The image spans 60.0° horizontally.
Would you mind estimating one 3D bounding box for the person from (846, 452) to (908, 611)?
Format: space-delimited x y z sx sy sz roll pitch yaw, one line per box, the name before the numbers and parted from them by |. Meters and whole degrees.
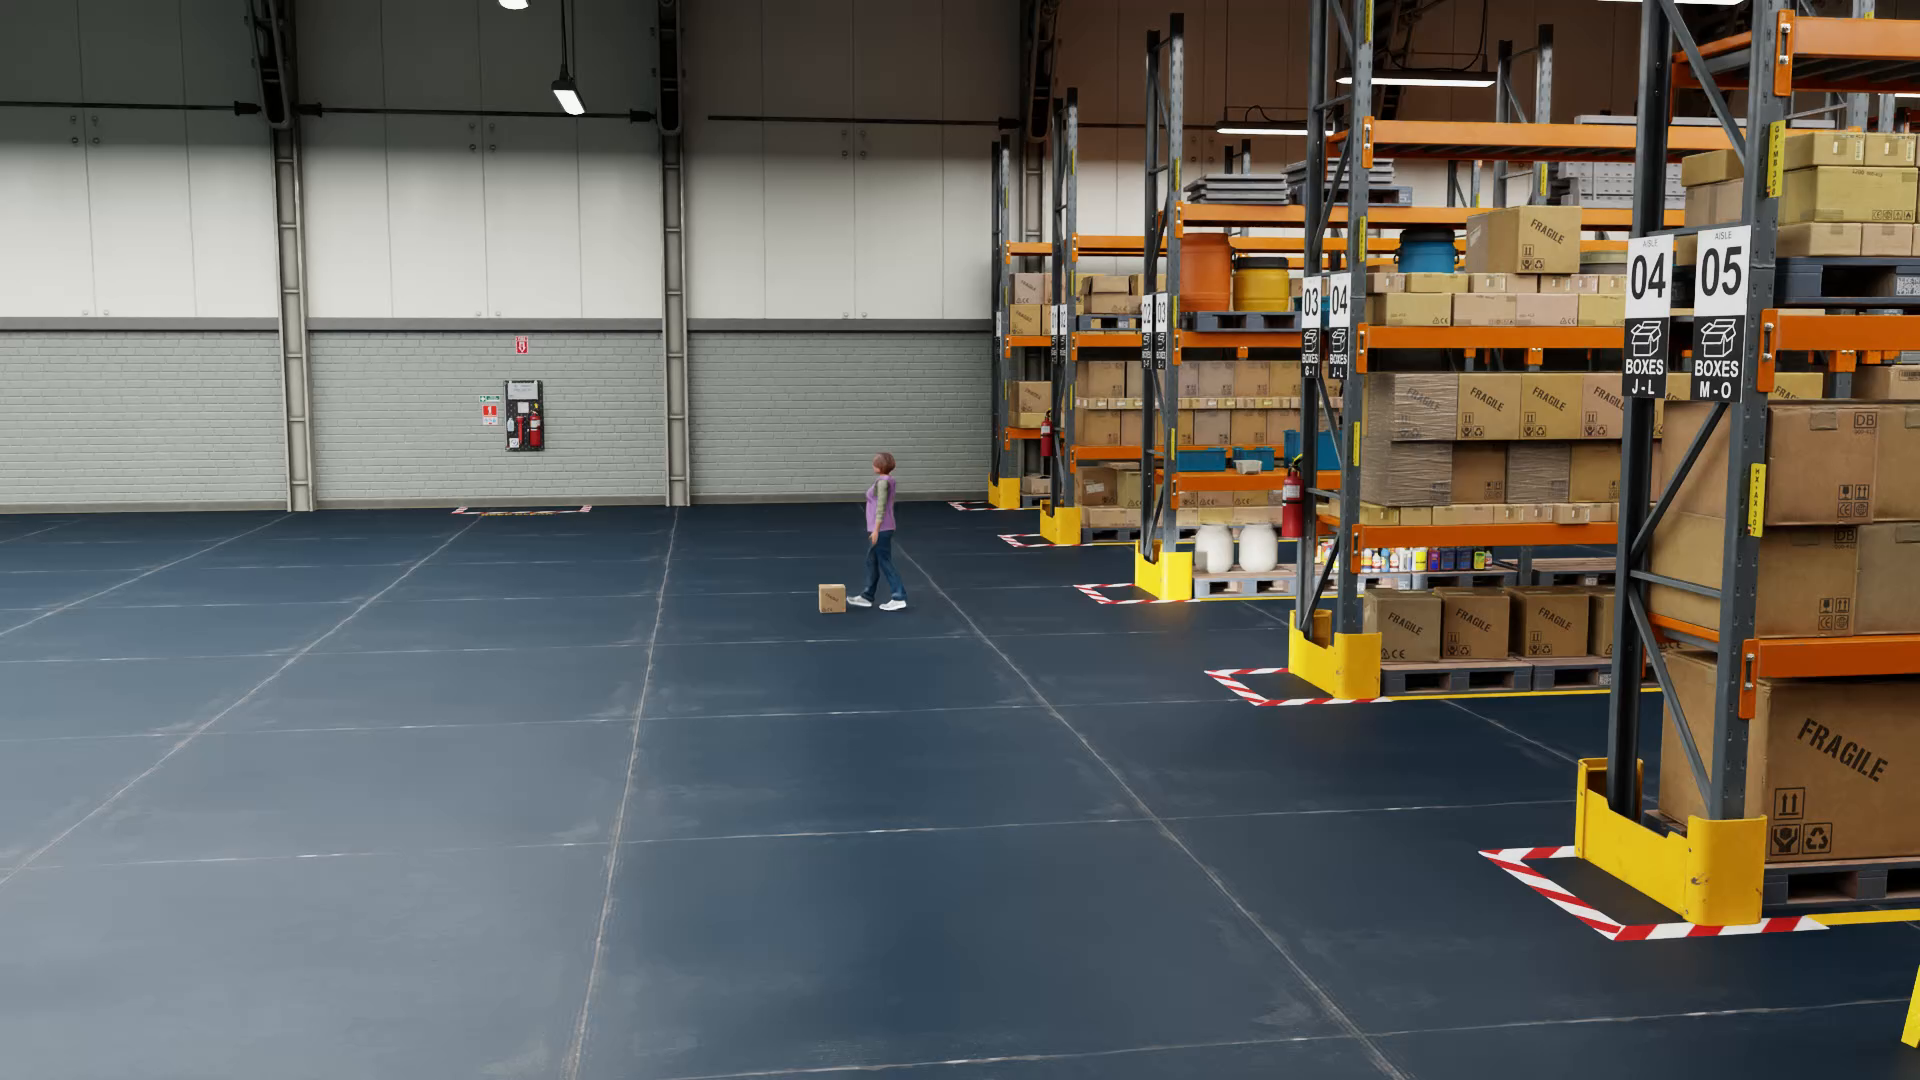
person | -0.850 -0.091 16.756 0.660 1.594 0.427 1 7 6
